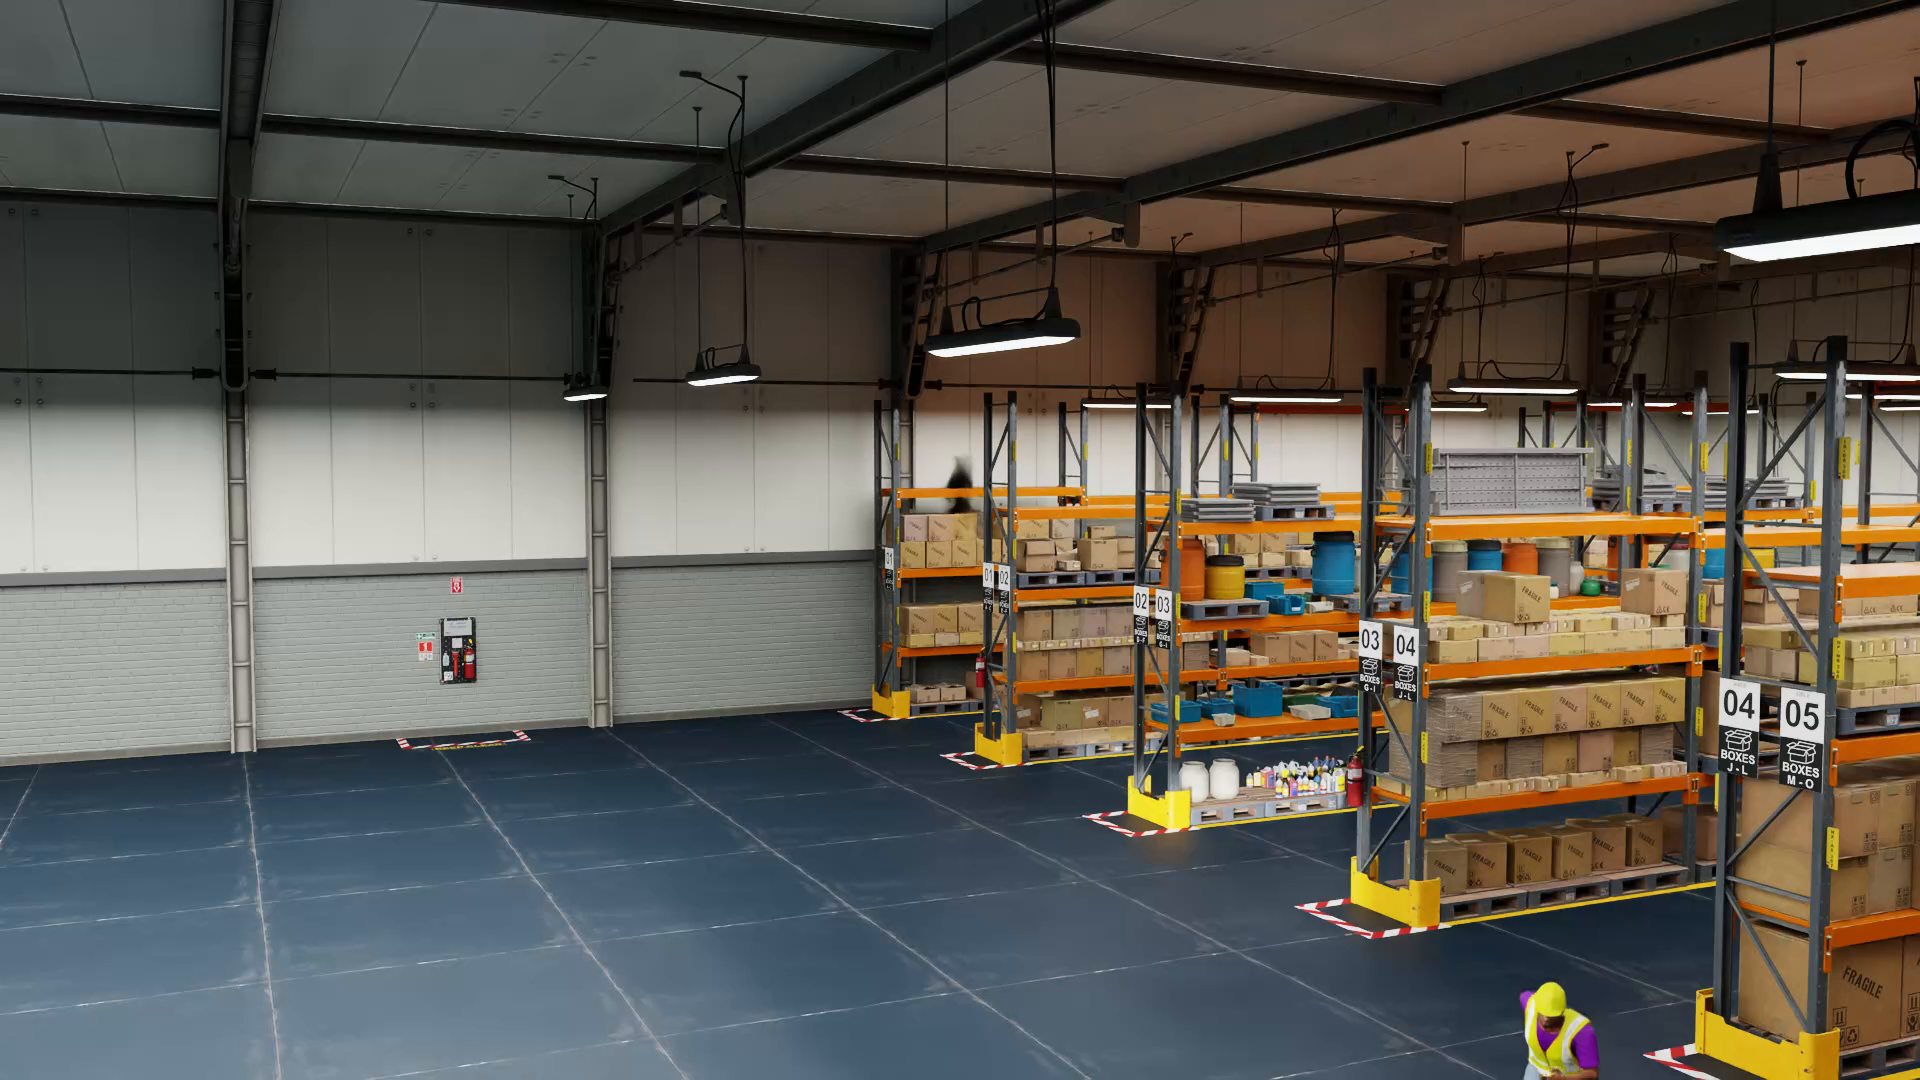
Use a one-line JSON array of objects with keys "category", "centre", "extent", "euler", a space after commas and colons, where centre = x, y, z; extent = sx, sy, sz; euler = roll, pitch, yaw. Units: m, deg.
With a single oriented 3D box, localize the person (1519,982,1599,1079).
[{"category": "person", "centre": [4.106, 3.718, 11.496], "extent": [0.718, 1.516, 1.023], "euler": [3, 4, 40]}]
